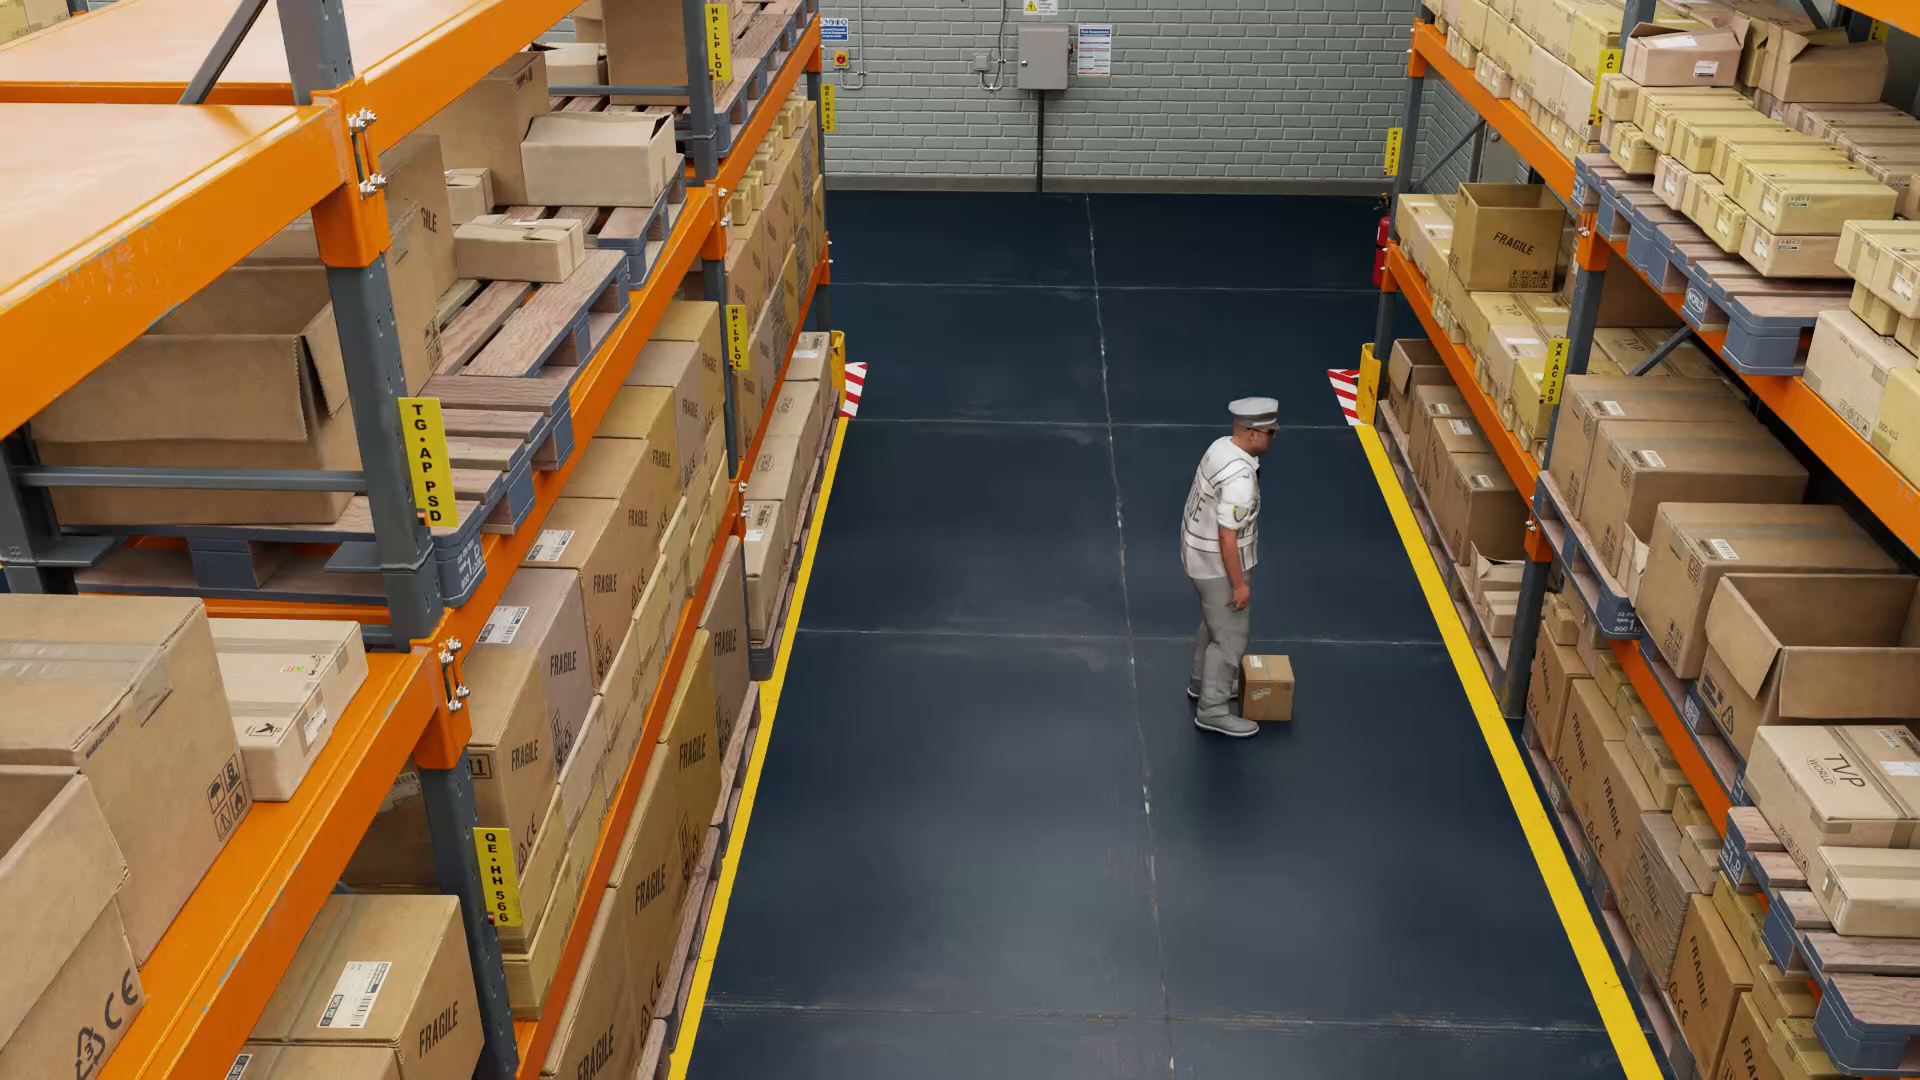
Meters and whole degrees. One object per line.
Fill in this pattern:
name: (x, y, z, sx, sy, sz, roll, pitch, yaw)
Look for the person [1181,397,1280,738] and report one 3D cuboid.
person: (1.335, 0.111, 8.402, 0.434, 1.748, 0.588, 1, 28, 1)
